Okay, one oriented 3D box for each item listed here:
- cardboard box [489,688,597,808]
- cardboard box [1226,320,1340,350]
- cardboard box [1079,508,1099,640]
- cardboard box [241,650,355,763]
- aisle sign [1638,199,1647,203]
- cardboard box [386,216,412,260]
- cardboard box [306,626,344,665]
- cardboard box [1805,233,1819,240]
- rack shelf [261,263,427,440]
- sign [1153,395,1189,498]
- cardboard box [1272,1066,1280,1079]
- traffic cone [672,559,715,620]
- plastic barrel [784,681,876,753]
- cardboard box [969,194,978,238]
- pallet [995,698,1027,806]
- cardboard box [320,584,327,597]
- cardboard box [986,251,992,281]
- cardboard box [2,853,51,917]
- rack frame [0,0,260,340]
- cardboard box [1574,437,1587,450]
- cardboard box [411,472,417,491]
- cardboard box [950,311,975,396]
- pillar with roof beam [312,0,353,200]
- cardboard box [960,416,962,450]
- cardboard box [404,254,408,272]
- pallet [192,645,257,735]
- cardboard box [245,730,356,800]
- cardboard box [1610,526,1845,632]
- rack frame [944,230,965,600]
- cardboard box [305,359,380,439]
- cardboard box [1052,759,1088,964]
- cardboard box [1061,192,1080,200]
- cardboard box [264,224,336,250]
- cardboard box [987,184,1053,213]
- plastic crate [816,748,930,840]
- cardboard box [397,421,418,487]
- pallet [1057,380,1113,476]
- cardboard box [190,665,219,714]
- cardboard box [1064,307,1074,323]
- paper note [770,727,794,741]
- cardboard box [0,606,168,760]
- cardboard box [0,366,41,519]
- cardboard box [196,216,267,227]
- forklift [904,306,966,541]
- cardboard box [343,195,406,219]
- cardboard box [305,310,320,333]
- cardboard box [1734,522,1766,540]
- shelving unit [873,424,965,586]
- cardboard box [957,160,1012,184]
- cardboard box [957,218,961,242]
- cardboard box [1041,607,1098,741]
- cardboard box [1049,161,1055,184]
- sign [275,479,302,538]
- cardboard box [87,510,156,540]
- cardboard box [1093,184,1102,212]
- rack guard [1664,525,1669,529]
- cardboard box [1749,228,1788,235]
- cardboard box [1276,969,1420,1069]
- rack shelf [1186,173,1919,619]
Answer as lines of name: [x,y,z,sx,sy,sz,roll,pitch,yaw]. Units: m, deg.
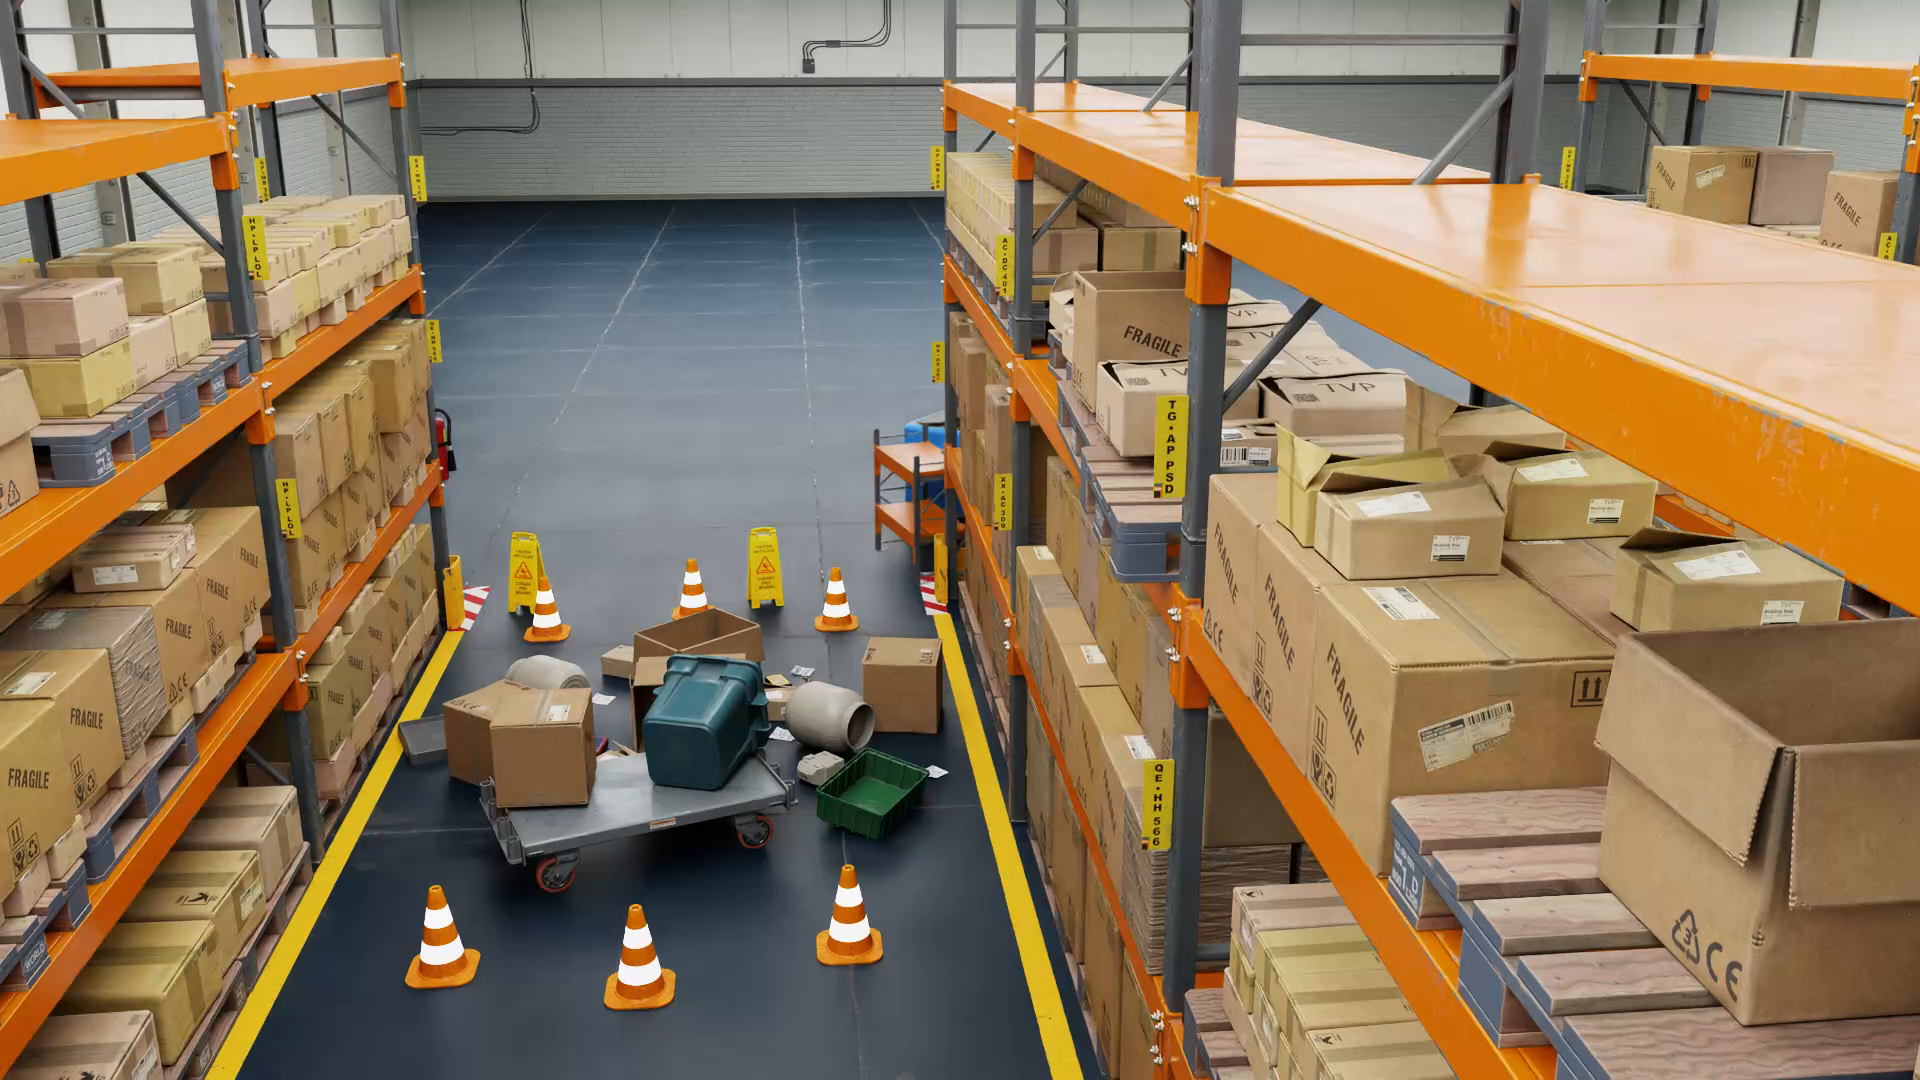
cardboard box: [-2.352,1.172,9.419,0.500,0.500,0.500,-2,18,-6]
cardboard box: [1.246,-0.748,6.899,0.500,0.311,0.500,-2,18,-7]
cardboard box: [0.958,0.148,7.934,0.700,0.500,0.500,-2,18,-5]
cardboard box: [-3.911,0.974,9.777,0.500,0.500,0.500,-1,17,-3]
aisle sign: [5.618,-2.362,13.424,0.394,0.787,0.004,-2,18,-6]
cardboard box: [-4.211,-2.145,11.819,0.500,0.250,0.500,-2,18,-6]
cardboard box: [-3.865,0.625,9.804,0.380,0.149,0.250,-2,17,-5]
cardboard box: [5.839,-1.945,11.015,0.380,0.149,0.250,-2,18,-7]
rack shelf: [-4.325,-1.279,10.510,1.077,0.370,4.000,-2,18,-6]
sign: [0.654,-0.288,5.156,0.100,0.325,0.005,-2,18,-6]
cardboard box: [1.108,1.632,4.761,0.380,0.149,0.250,-1,17,-3]
traffic cone: [-2.135,0.376,13.281,0.336,0.463,0.334,-2,18,-6]
plastic barrel: [-0.849,1.160,10.849,0.512,0.421,0.421,11,21,32]
cardboard box: [0.333,-2.117,10.864,0.500,0.250,0.500,-2,18,-6]
pallet: [0.794,1.323,10.684,1.003,0.211,1.213,-2,18,-6]
cardboard box: [-3.968,0.269,9.806,0.380,0.149,0.250,-2,18,-6]
cardboard box: [0.358,-1.665,10.088,0.380,0.149,0.250,-2,18,-5]
cardboard box: [-3.533,1.245,5.995,0.380,0.149,0.250,-3,18,-9]
rack frame: [-4.119,-2.458,8.055,1.000,3.000,0.127,-2,18,-6]
cardboard box: [5.125,-0.806,13.230,0.380,0.149,0.250,-2,18,-6]
cardboard box: [-4.139,-0.414,11.979,0.380,0.149,0.250,-2,18,-7]
cardboard box: [0.381,-1.445,12.793,0.875,0.550,0.550,-2,18,-6]
pillar with roof beam: [-8.486,-10.543,33.810,9.100,9.000,0.400,-2,18,-6]
cardboard box: [0.465,-0.933,12.963,0.875,0.550,0.550,-2,18,-6]
cardboard box: [-4.217,-2.001,12.027,0.380,0.149,0.250,-2,18,-5]
pallet: [-4.185,0.728,8.243,1.003,0.211,1.213,-2,18,-6]
cardboard box: [-3.911,1.332,9.889,0.500,0.250,0.500,-3,18,-8]
cardboard box: [1.660,0.064,3.585,0.396,0.266,0.258,-2,18,-6]
rack frame: [0.382,-0.970,13.333,1.000,3.000,0.127,-2,18,-6]
cardboard box: [-4.149,-0.856,10.635,0.700,0.500,0.500,-2,18,-6]
cardboard box: [1.043,1.564,8.315,1.050,0.750,0.750,-2,18,-6]
cardboard box: [0.863,-2.134,10.917,0.500,0.250,0.500,-2,18,-5]
cardboard box: [-4.069,-1.852,10.221,0.380,0.149,0.250,-1,17,-5]
cardboard box: [0.363,-2.042,9.959,0.380,0.149,0.250,-1,17,-5]
plastic crate: [-0.527,1.524,9.986,0.450,0.188,0.662,18,23,19]
cardboard box: [-4.155,-0.674,11.727,0.500,0.500,0.500,-2,18,-6]
pallet: [0.969,-0.451,6.987,1.003,0.211,1.213,-1,17,-3]
cardboard box: [-3.690,0.699,7.733,0.380,0.149,0.250,-2,18,-5]
cardboard box: [0.654,-1.021,8.039,0.250,0.149,0.380,-2,18,-6]
paper note: [-1.166,1.294,11.092,0.172,0.023,0.155,4,18,13]
cardboard box: [-3.689,0.603,6.958,0.500,0.500,0.500,-2,18,-8]
cardboard box: [-3.892,-0.338,6.138,0.797,0.503,0.637,-2,18,-6]
cardboard box: [-4.673,-1.988,10.653,0.380,0.149,0.250,-1,17,-4]
forklift: [0.676,-1.725,15.852,1.130,2.935,3.031,10,20,30]
cardboard box: [-4.203,-2.387,11.927,0.380,0.149,0.250,-2,18,-5]
cardboard box: [-4.017,-1.313,9.837,0.380,0.149,0.250,-2,18,-7]
cardboard box: [5.305,-0.059,10.850,0.380,0.149,0.250,-2,18,-6]
shelving unit: [-0.333,-0.321,14.393,0.538,1.125,1.048,-7,19,-21]
cardboard box: [0.176,-2.575,11.655,0.380,0.149,0.250,-2,17,-5]
cardboard box: [0.177,-2.192,11.766,0.380,0.149,0.250,-2,18,-5]
cardboard box: [0.683,0.638,8.043,0.500,0.500,0.500,-2,18,-6]
cardboard box: [0.833,-2.592,11.712,0.380,0.149,0.250,-1,17,-5]
sign: [-3.567,-0.166,8.839,0.100,0.325,0.005,-2,18,-6]
cardboard box: [-4.356,0.163,8.358,0.500,0.500,0.500,-1,17,-4]
cardboard box: [1.015,-2.064,10.030,0.380,0.149,0.250,-2,18,-7]
rack guard: [5.333,0.122,14.027,1.175,0.500,0.348,-2,18,-6]
cardboard box: [5.336,-2.015,11.237,0.380,0.149,0.250,-2,18,-8]
cardboard box: [1.113,1.346,4.681,0.380,0.149,0.250,-2,18,-6]
rack shelf: [1.413,-0.319,3.112,1.077,0.370,4.000,-2,18,-6]
